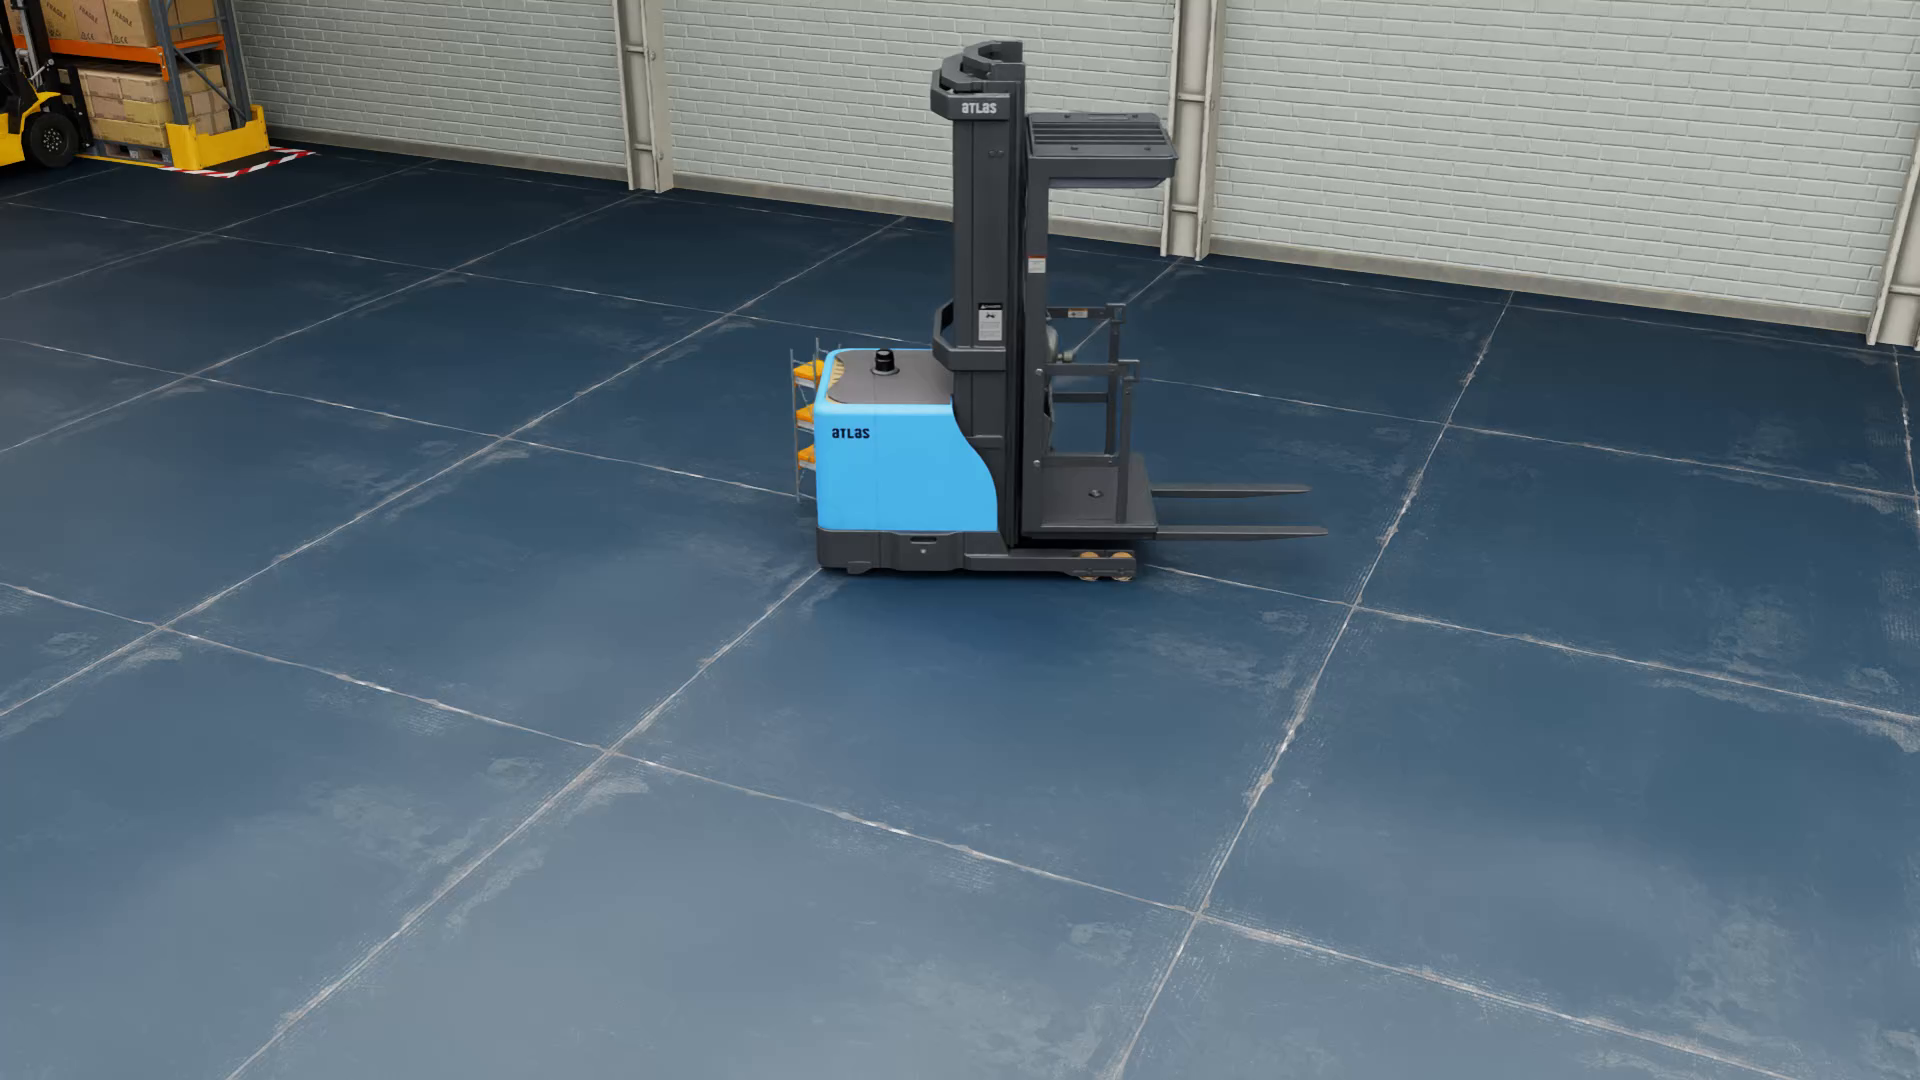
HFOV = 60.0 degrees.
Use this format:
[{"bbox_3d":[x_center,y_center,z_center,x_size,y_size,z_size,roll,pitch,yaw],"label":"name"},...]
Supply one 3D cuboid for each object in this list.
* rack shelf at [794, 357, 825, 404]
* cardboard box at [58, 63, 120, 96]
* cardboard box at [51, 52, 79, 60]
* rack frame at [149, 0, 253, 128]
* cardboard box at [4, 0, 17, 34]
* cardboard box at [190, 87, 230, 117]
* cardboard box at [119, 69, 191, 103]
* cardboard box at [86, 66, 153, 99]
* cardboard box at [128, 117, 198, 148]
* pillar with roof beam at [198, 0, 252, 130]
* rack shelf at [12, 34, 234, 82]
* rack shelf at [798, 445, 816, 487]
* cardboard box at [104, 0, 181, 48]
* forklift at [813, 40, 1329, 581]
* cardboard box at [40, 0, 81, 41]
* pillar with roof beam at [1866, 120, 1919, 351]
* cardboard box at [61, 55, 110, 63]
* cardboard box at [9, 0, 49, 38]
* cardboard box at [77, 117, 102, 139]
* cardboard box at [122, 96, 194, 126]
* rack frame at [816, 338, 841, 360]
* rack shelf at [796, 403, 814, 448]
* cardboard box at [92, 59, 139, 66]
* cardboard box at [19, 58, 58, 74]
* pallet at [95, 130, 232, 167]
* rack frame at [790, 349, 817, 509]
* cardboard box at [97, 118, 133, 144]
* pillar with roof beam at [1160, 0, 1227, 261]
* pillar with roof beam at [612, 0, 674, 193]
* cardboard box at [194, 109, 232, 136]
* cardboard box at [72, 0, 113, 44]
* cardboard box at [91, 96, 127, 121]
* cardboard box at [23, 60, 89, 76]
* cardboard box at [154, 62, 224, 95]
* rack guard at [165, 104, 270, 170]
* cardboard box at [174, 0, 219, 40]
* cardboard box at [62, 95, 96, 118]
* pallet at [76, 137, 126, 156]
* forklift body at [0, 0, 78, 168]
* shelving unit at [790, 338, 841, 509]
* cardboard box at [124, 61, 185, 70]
[{"bbox_3d":[-0.895,-0.974,10.420,0.215,0.259,0.240,18,31,32],"label":"rack shelf"},{"bbox_3d":[-10.010,-5.301,19.127,0.500,0.250,0.500,12,29,22],"label":"cardboard box"},{"bbox_3d":[-10.722,-5.698,19.932,0.500,0.250,0.500,12,28,22],"label":"cardboard box"},{"bbox_3d":[-8.531,-5.760,18.553,0.127,3.000,1.000,11,28,22],"label":"rack frame"},{"bbox_3d":[-10.934,-6.169,19.271,0.500,0.500,0.500,11,28,21],"label":"cardboard box"},{"bbox_3d":[-8.874,-5.108,19.301,0.500,0.250,0.500,12,29,23],"label":"cardboard box"},{"bbox_3d":[-9.080,-5.122,18.763,0.500,0.250,0.500,12,29,24],"label":"cardboard box"},{"bbox_3d":[-9.547,-5.213,18.947,0.500,0.250,0.500,12,29,23],"label":"cardboard box"},{"bbox_3d":[-9.090,-4.673,18.984,0.500,0.250,0.500,12,28,22],"label":"cardboard box"},{"bbox_3d":[-10.574,-7.210,14.706,0.400,9.000,9.100,11,28,22],"label":"pillar with roof beam"},{"bbox_3d":[-10.352,-5.803,19.454,4.000,0.370,1.077,11,28,22],"label":"rack shelf"},{"bbox_3d":[-0.895,-0.469,10.667,0.215,0.259,0.240,18,31,32],"label":"rack shelf"},{"bbox_3d":[-9.088,-5.789,18.499,0.500,0.500,0.500,11,28,21],"label":"cardboard box"},{"bbox_3d":[0.675,-1.311,9.594,3.031,2.935,1.130,0,26,1],"label":"forklift"},{"bbox_3d":[-10.023,-5.981,18.889,0.500,0.500,0.500,11,28,21],"label":"cardboard box"},{"bbox_3d":[5.811,-3.919,8.022,0.400,9.000,9.100,11,28,22],"label":"pillar with roof beam"},{"bbox_3d":[-10.261,-5.609,19.752,0.500,0.250,0.500,11,28,21],"label":"cardboard box"},{"bbox_3d":[-10.485,-6.069,19.067,0.500,0.500,0.500,12,28,22],"label":"cardboard box"},{"bbox_3d":[-9.990,-4.863,19.369,0.500,0.250,0.500,12,29,22],"label":"cardboard box"},{"bbox_3d":[-9.104,-4.902,18.882,0.500,0.250,0.500,11,28,21],"label":"cardboard box"},{"bbox_3d":[-0.823,-0.772,10.628,0.200,1.050,0.008,18,31,32],"label":"rack frame"},{"bbox_3d":[-0.895,-0.719,10.544,0.215,0.259,0.240,18,31,32],"label":"rack shelf"},{"bbox_3d":[-9.798,-5.513,19.556,0.500,0.250,0.500,11,28,21],"label":"cardboard box"},{"bbox_3d":[-10.943,-5.496,19.522,0.500,0.250,0.500,12,29,24],"label":"cardboard box"},{"bbox_3d":[-9.245,-4.632,19.418,1.213,0.211,1.003,11,28,22],"label":"pallet"},{"bbox_3d":[-0.967,-0.685,10.451,0.200,1.050,0.008,18,31,32],"label":"rack frame"},{"bbox_3d":[-9.539,-4.768,19.176,0.500,0.250,0.500,11,28,22],"label":"cardboard box"},{"bbox_3d":[0.349,-5.016,10.250,0.400,9.000,9.100,11,28,22],"label":"pillar with roof beam"},{"bbox_3d":[-5.112,-6.113,12.478,0.400,9.000,9.100,11,28,22],"label":"pillar with roof beam"},{"bbox_3d":[-8.898,-4.883,19.409,0.500,0.250,0.500,11,28,22],"label":"cardboard box"},{"bbox_3d":[-9.557,-5.887,18.699,0.500,0.500,0.500,12,29,23],"label":"cardboard box"},{"bbox_3d":[-9.556,-4.998,19.077,0.500,0.250,0.500,11,28,21],"label":"cardboard box"},{"bbox_3d":[-10.469,-5.397,19.321,0.500,0.250,0.500,11,28,21],"label":"cardboard box"},{"bbox_3d":[-8.891,-5.327,19.179,0.500,0.250,0.500,11,28,21],"label":"cardboard box"},{"bbox_3d":[-8.510,-4.634,19.096,0.348,0.500,1.175,11,28,22],"label":"rack guard"},{"bbox_3d":[-8.867,-6.007,18.941,0.500,0.500,0.500,12,29,23],"label":"cardboard box"},{"bbox_3d":[-10.035,-5.084,19.252,0.500,0.250,0.500,11,28,21],"label":"cardboard box"},{"bbox_3d":[-10.352,-4.855,19.873,1.213,0.211,1.003,11,28,22],"label":"pallet"},{"bbox_3d":[-11.013,-4.992,17.954,1.214,2.155,2.313,11,28,22],"label":"forklift body"},{"bbox_3d":[-0.895,-0.728,10.540,0.215,1.050,0.252,18,31,32],"label":"shelving unit"},{"bbox_3d":[-9.347,-5.417,19.362,0.500,0.250,0.500,11,28,22],"label":"cardboard box"}]
